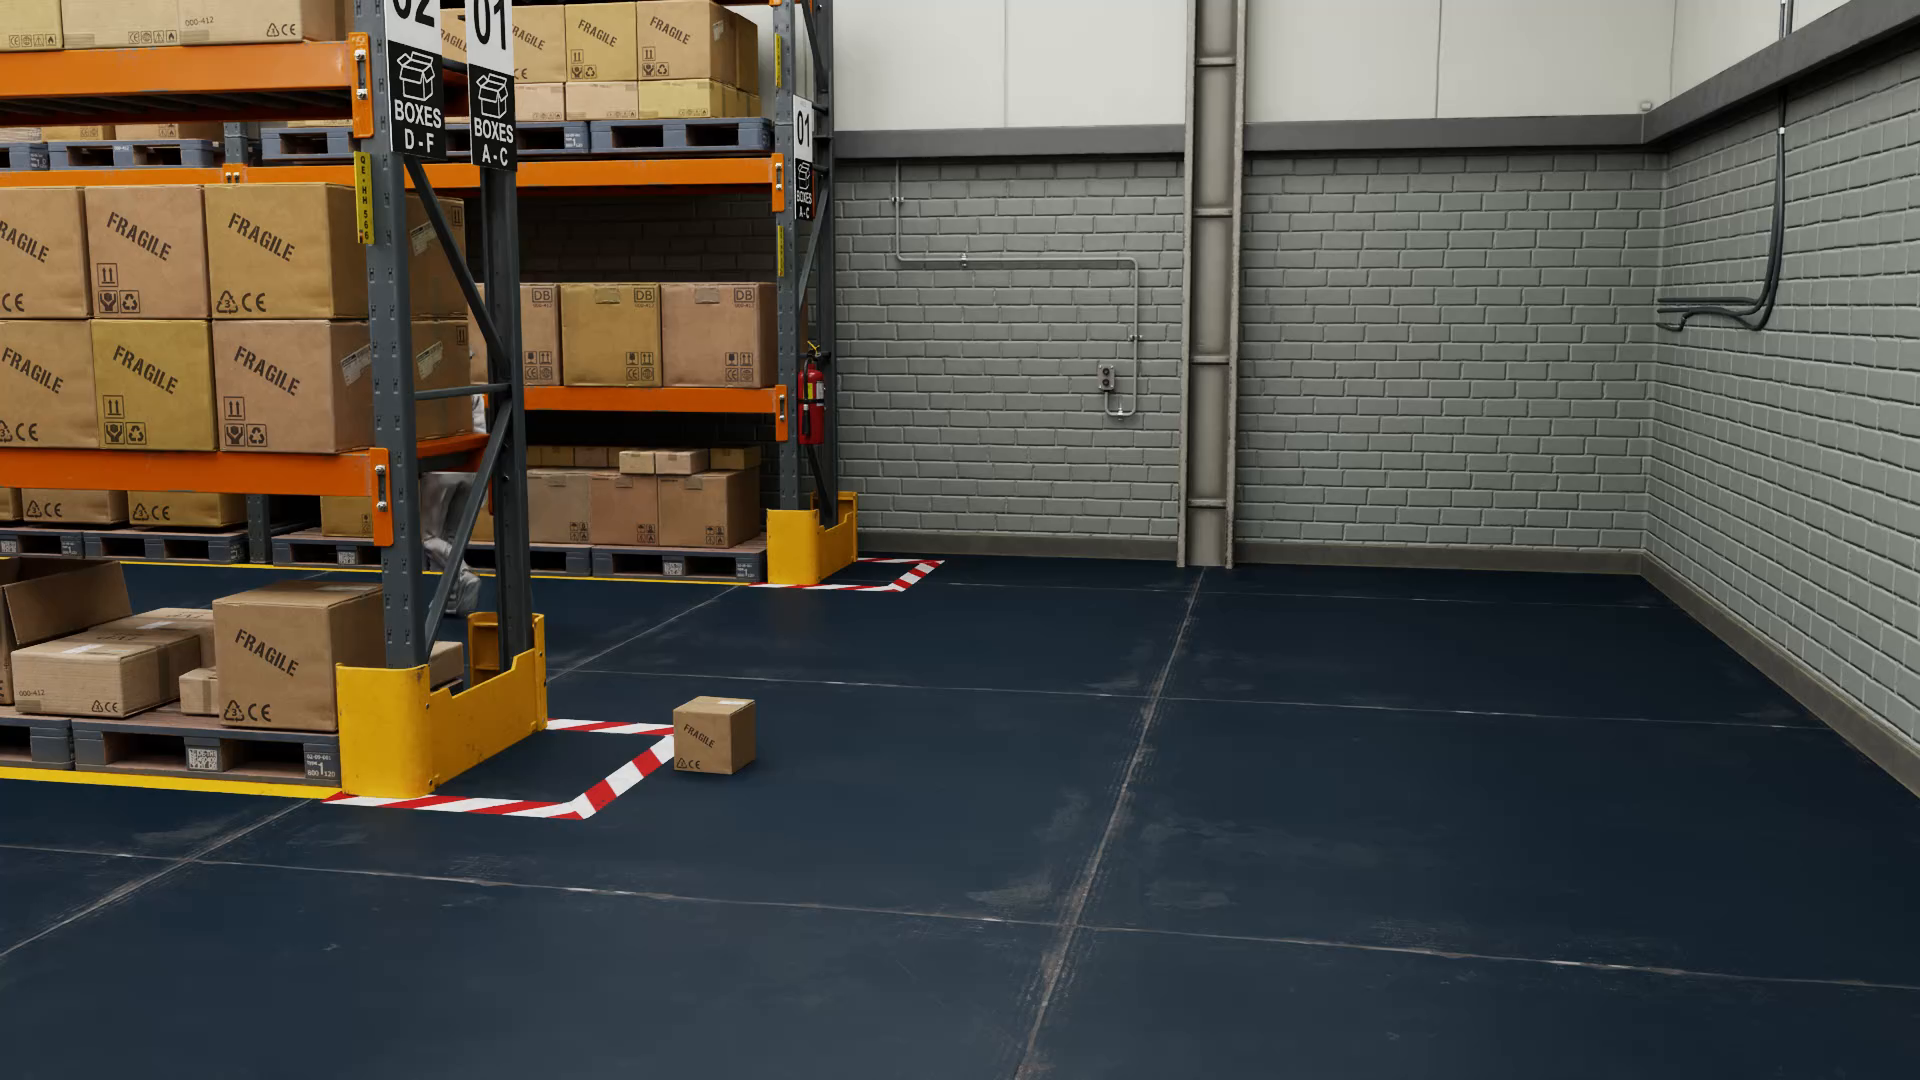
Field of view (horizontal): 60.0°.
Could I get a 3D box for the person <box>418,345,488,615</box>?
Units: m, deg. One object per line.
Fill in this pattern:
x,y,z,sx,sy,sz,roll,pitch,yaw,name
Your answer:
-2.988,-0.364,9.698,0.743,1.666,0.490,8,11,44,person
